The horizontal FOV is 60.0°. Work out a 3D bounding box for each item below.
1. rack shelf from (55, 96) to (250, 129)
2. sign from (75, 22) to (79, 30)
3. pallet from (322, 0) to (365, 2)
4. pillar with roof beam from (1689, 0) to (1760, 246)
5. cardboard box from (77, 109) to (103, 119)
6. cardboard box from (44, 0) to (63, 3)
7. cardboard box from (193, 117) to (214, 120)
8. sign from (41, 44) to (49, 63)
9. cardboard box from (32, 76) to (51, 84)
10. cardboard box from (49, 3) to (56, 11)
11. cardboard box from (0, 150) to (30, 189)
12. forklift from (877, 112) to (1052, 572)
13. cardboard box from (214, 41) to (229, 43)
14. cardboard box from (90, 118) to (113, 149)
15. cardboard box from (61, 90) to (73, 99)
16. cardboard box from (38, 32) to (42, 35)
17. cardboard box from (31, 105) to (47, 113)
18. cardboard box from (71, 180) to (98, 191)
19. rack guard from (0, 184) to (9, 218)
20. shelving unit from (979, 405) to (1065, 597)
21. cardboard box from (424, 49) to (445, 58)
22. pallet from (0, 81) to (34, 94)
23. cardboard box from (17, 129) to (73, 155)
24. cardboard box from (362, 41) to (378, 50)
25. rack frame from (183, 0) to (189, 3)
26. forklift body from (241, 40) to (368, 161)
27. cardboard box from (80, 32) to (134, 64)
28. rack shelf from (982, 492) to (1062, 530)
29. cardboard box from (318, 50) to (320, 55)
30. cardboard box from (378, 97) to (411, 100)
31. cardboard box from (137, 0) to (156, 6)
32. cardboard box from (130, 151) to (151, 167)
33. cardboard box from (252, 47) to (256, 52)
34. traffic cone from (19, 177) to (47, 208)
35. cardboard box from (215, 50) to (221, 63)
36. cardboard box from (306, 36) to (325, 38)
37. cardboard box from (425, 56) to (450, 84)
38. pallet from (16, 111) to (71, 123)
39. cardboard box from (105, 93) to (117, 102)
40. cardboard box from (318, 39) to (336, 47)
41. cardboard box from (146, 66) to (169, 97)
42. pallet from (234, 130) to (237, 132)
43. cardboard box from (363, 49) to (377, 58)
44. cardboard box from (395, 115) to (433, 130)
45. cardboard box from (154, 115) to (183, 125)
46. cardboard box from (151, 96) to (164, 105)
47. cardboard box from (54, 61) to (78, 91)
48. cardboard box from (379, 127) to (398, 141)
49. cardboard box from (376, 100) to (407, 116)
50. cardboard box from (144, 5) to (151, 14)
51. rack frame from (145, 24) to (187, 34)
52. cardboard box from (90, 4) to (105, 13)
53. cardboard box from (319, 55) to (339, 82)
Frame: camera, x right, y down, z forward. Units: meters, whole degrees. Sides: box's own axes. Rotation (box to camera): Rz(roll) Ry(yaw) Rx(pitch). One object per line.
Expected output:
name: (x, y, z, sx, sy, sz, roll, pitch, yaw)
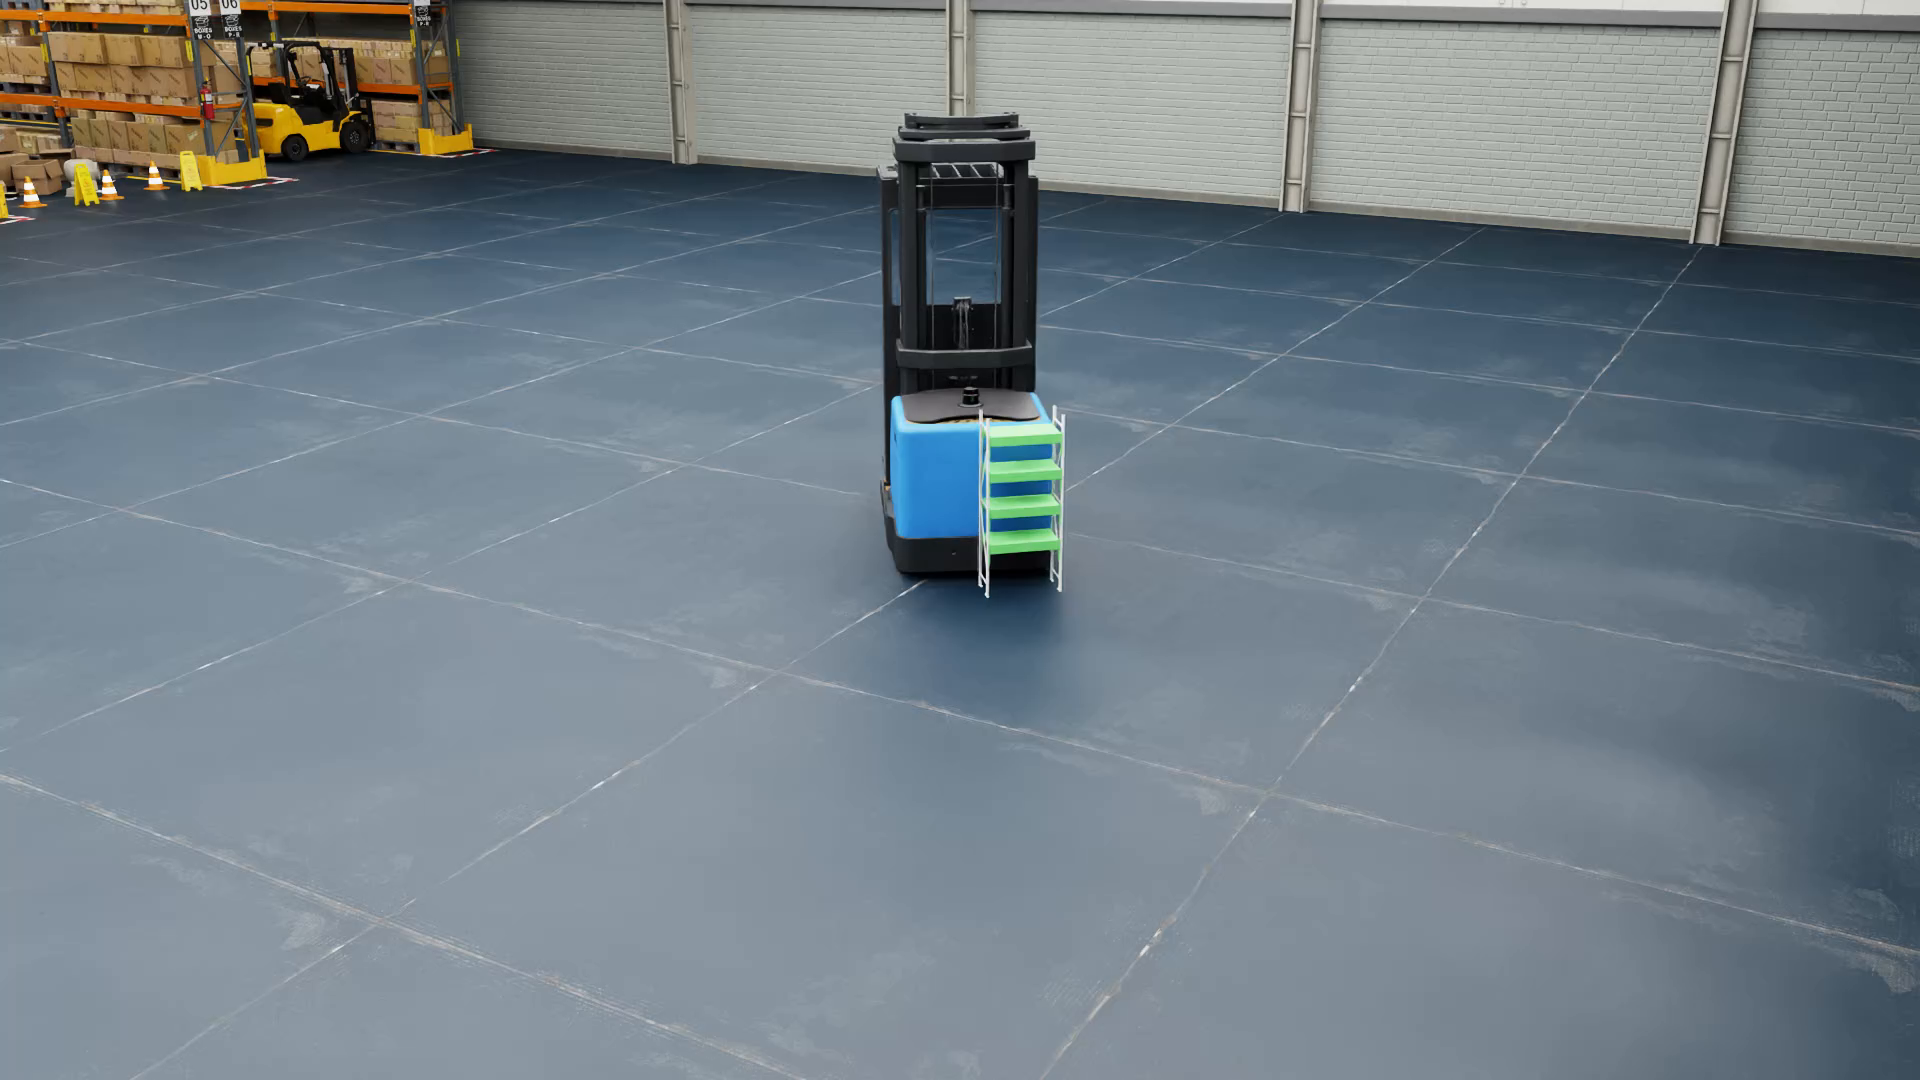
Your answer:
rack shelf: (-14.460, -7.716, 29.793, 4.000, 0.370, 1.077, 11, 23, 27)
sign: (-20.505, -11.906, 38.590, 0.005, 0.325, 0.100, 11, 23, 27)
pallet: (-11.970, -10.896, 33.236, 1.213, 0.211, 1.003, 11, 23, 27)
pillar with roof beam: (8.388, -7.132, 18.329, 0.400, 9.000, 9.100, 11, 23, 27)
cardboard box: (-15.742, -7.732, 30.148, 0.250, 0.149, 0.380, 11, 23, 28)
cardboard box: (-15.955, -9.712, 29.624, 0.500, 0.250, 0.500, 10, 22, 26)
cardboard box: (-16.168, -9.397, 36.240, 0.625, 0.625, 0.875, 12, 23, 29)
sign: (-16.473, -8.765, 29.933, 0.005, 0.325, 0.100, 11, 23, 27)
cardboard box: (-16.790, -8.470, 30.568, 0.250, 0.149, 0.380, 11, 23, 28)
cardboard box: (-16.052, -9.553, 29.771, 0.250, 0.149, 0.380, 10, 22, 26)
cardboard box: (-16.302, -6.304, 28.306, 0.503, 0.637, 0.797, 11, 23, 27)
forklift: (-0.025, -1.621, 12.036, 1.130, 2.935, 3.031, -2, 20, -5)
cardboard box: (-15.740, -10.516, 35.358, 0.250, 0.149, 0.380, 11, 23, 27)
cardboard box: (-15.349, -7.380, 30.129, 0.500, 0.500, 0.500, 12, 23, 29)
cardboard box: (-16.087, -8.121, 30.223, 0.250, 0.149, 0.380, 11, 23, 27)
cardboard box: (-20.459, -11.293, 37.836, 0.500, 0.500, 0.700, 11, 23, 29)
cardboard box: (-21.402, -10.058, 38.759, 0.250, 0.149, 0.380, 10, 22, 26)
cardboard box: (-14.842, -5.998, 28.183, 0.380, 0.149, 0.250, -11, 23, -29)
rack guard: (-15.019, -5.052, 25.060, 0.348, 0.500, 1.175, 11, 23, 27)
shelving unit: (0.395, -0.248, 10.787, 0.503, 1.200, 0.258, -4, 20, -11)
cardboard box: (-10.466, -9.686, 33.070, 0.250, 0.149, 0.380, 10, 22, 26)
pallet: (-17.950, -8.645, 31.580, 1.213, 0.211, 1.003, 11, 23, 27)
cardboard box: (-17.294, -7.554, 31.529, 0.625, 0.372, 0.950, 12, 23, 31)
cardboard box: (-11.646, -9.830, 33.031, 0.250, 0.149, 0.380, 11, 23, 29)
rack frame: (-12.714, -10.542, 27.731, 0.127, 3.000, 1.000, 11, 23, 27)
forklift body: (-12.841, -8.573, 32.346, 1.214, 2.155, 2.313, 11, 23, 27)
cardboard box: (-15.067, -8.723, 29.465, 0.500, 0.500, 0.700, 10, 22, 26)
rack shelf: (0.395, -0.188, 10.808, 0.480, 0.148, 0.258, -4, 20, -11)
cardboard box: (-12.763, -9.901, 33.664, 0.250, 0.149, 0.380, 11, 22, 27)
cardboard box: (-11.493, -8.880, 33.896, 0.500, 0.250, 0.500, 11, 22, 27)
cardboard box: (-13.724, -9.294, 28.473, 0.500, 0.250, 0.500, 10, 22, 27)
cardboard box: (-14.459, -6.855, 29.780, 0.500, 0.250, 0.500, 10, 22, 25)
cardboard box: (-14.617, -10.302, 34.768, 0.250, 0.149, 0.380, 11, 23, 27)
traffic cone: (-14.811, -5.550, 26.486, 0.334, 0.463, 0.336, 11, 23, 27)
cardboard box: (-15.669, -10.295, 35.334, 0.500, 0.250, 0.500, 11, 23, 28)
cardboard box: (-13.362, -10.394, 34.586, 0.250, 0.149, 0.380, 11, 23, 27)
cardboard box: (-10.593, -9.412, 33.267, 0.500, 0.500, 0.500, 12, 23, 29)
pallet: (-21.372, -9.999, 39.122, 1.213, 0.211, 1.003, 11, 23, 27)
cardboard box: (-14.975, -7.906, 29.628, 0.250, 0.149, 0.380, 11, 23, 28)
cardboard box: (-12.741, -10.051, 33.640, 0.250, 0.149, 0.380, 10, 22, 26)
cardboard box: (-13.757, -8.002, 28.942, 0.500, 0.500, 0.500, 11, 23, 27)
pallet: (-16.581, -9.071, 36.563, 1.213, 0.211, 1.003, 11, 23, 27)
cardboard box: (-11.637, -9.696, 33.099, 0.250, 0.149, 0.380, 10, 22, 26)
cardboard box: (-10.874, -8.328, 33.108, 0.500, 0.250, 0.500, 10, 22, 27)
cardboard box: (-13.893, -7.381, 29.179, 0.250, 0.149, 0.380, 12, 23, 29)
cardboard box: (-13.873, -7.694, 29.046, 0.250, 0.149, 0.380, 11, 23, 28)
cardboard box: (-15.958, -8.418, 30.089, 0.500, 0.500, 0.500, 11, 23, 27)
cardboard box: (-11.290, -8.175, 33.418, 0.500, 0.250, 0.500, 11, 23, 27)
cardboard box: (-11.299, -8.642, 33.240, 0.500, 0.250, 0.500, 11, 23, 28)
cardboard box: (-13.799, -9.138, 28.627, 0.250, 0.149, 0.380, 11, 23, 28)
rack frame: (-17.280, -10.531, 36.497, 0.127, 3.000, 1.000, 11, 23, 27)
cardboard box: (-14.971, -9.314, 29.112, 0.250, 0.149, 0.380, 10, 22, 26)
cardboard box: (-12.623, -9.595, 33.772, 0.500, 0.500, 0.500, 11, 22, 27)
